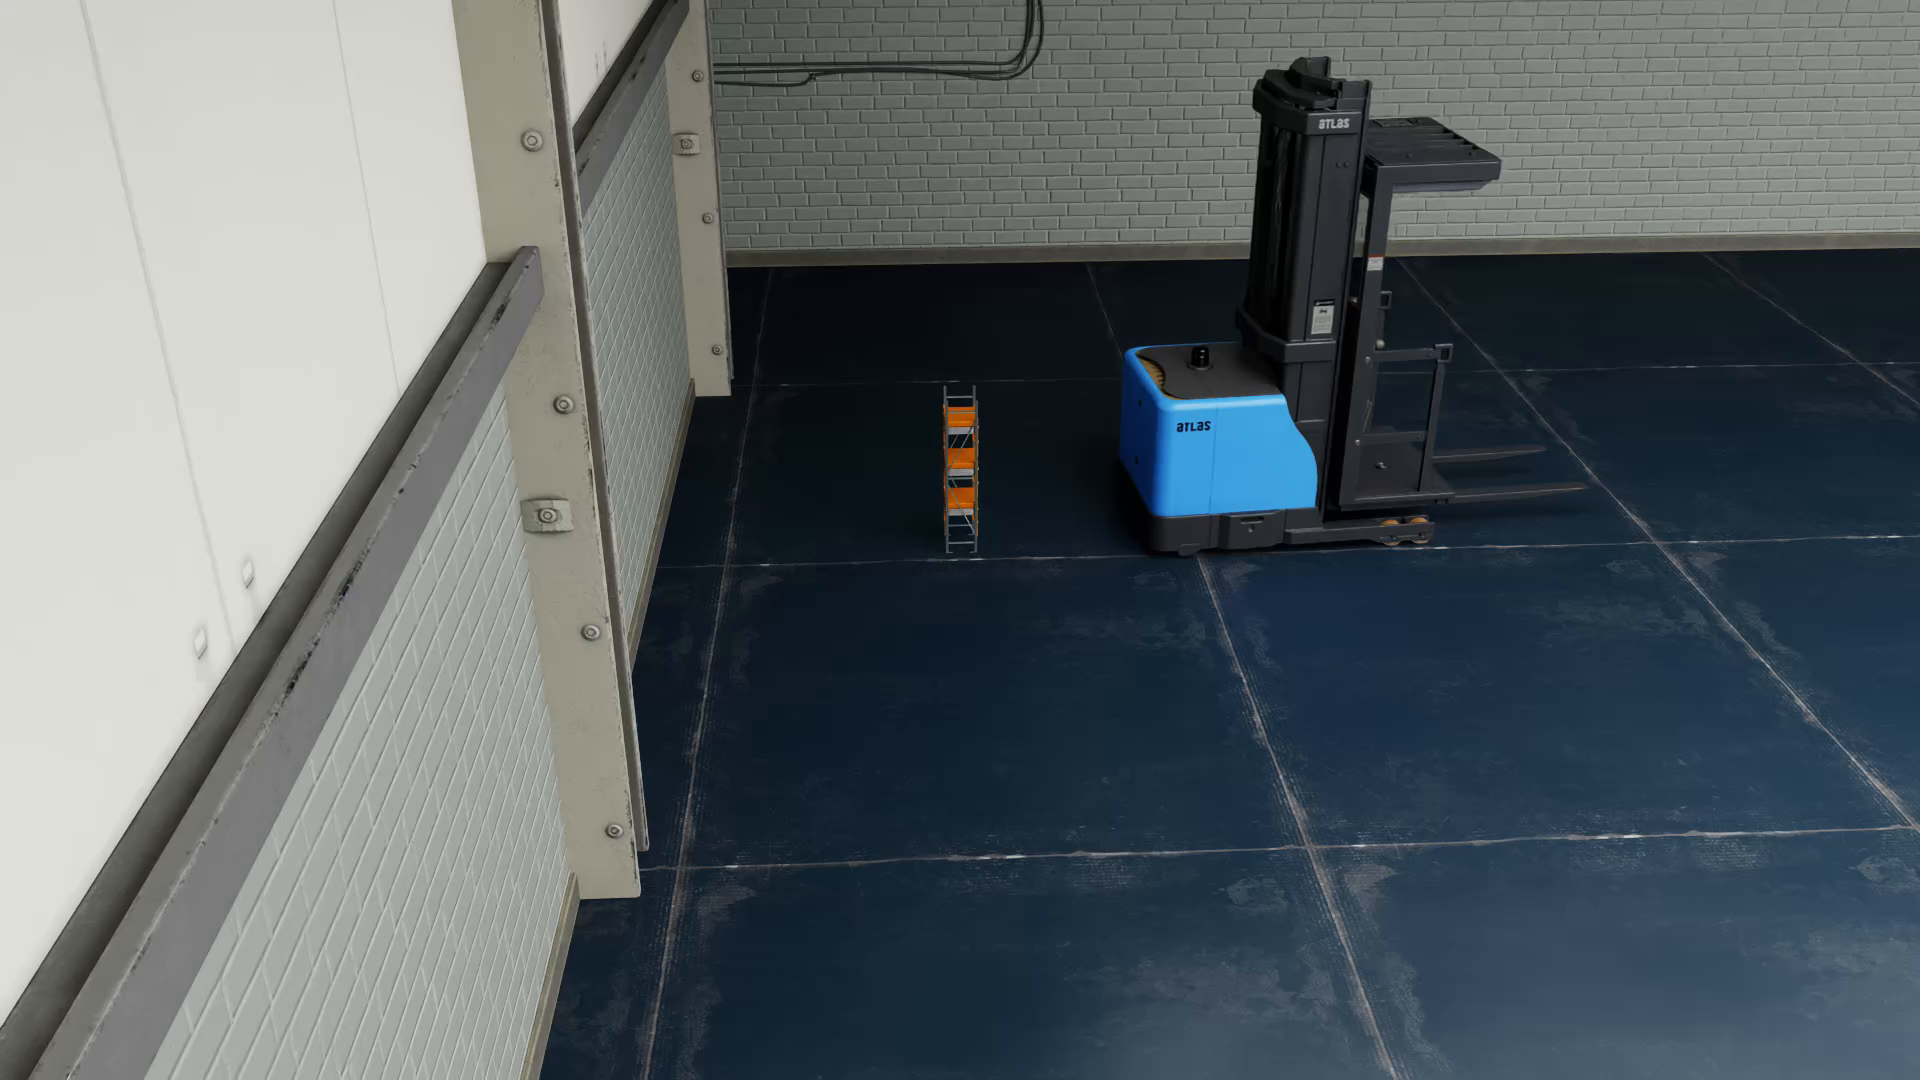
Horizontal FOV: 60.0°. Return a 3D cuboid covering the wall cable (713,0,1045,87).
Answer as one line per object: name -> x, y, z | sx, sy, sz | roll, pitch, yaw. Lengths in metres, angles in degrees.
wall cable -> -0.787, -5.220, 14.448 | 3.097, 2.526, 0.112 | -1, 28, -3

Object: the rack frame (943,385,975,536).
rack frame -> -0.004, -0.497, 10.630 | 0.200, 1.050, 0.008 | -1, 28, -3

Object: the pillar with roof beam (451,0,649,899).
pillar with roof beam -> 2.658, -2.538, 5.947 | 9.100, 9.000, 0.400 | -1, 28, -3

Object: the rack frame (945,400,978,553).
rack frame -> 0.009, -0.384, 10.414 | 0.200, 1.050, 0.008 | -1, 28, -3

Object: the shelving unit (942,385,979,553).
shelving unit -> 0.003, -0.441, 10.522 | 0.215, 1.050, 0.252 | -1, 28, -3

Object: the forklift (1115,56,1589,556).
forklift -> 2.620, -1.500, 10.518 | 3.031, 2.935, 1.130 | -4, 28, -8

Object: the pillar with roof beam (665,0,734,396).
pillar with roof beam -> 2.345, -5.309, 11.259 | 9.100, 9.000, 0.400 | -1, 28, -3

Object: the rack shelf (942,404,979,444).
rack shelf -> 0.003, -0.683, 10.396 | 0.215, 0.259, 0.240 | -1, 28, -3

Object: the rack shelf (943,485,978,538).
rack shelf -> 0.003, -0.185, 10.655 | 0.215, 0.259, 0.240 | -1, 28, -3

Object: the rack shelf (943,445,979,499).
rack shelf -> 0.003, -0.431, 10.527 | 0.215, 0.259, 0.240 | -1, 28, -3
